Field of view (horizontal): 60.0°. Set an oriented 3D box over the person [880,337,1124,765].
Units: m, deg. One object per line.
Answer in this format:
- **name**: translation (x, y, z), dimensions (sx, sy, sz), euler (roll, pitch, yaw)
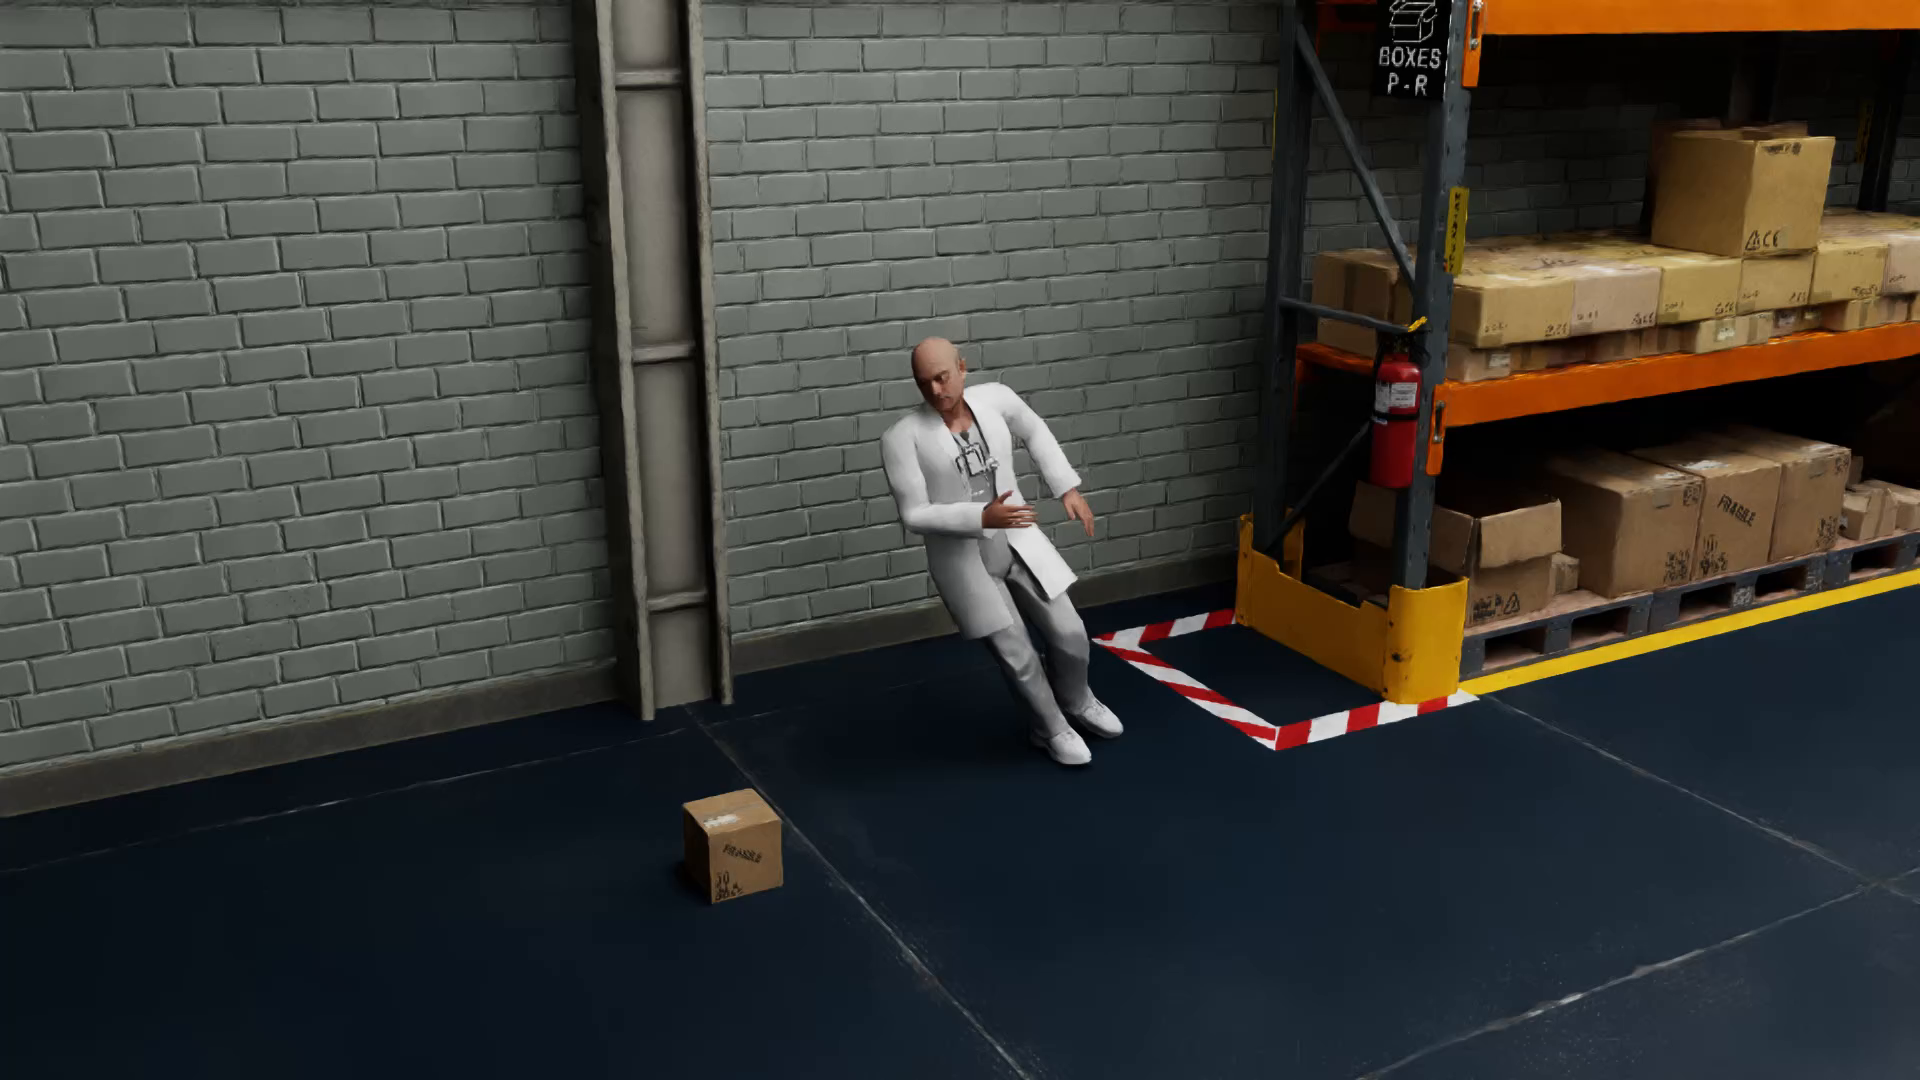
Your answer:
- **person**: translation (0.220, 0.067, 6.065), dimensions (0.974, 1.653, 0.588), euler (-9, 20, -25)
